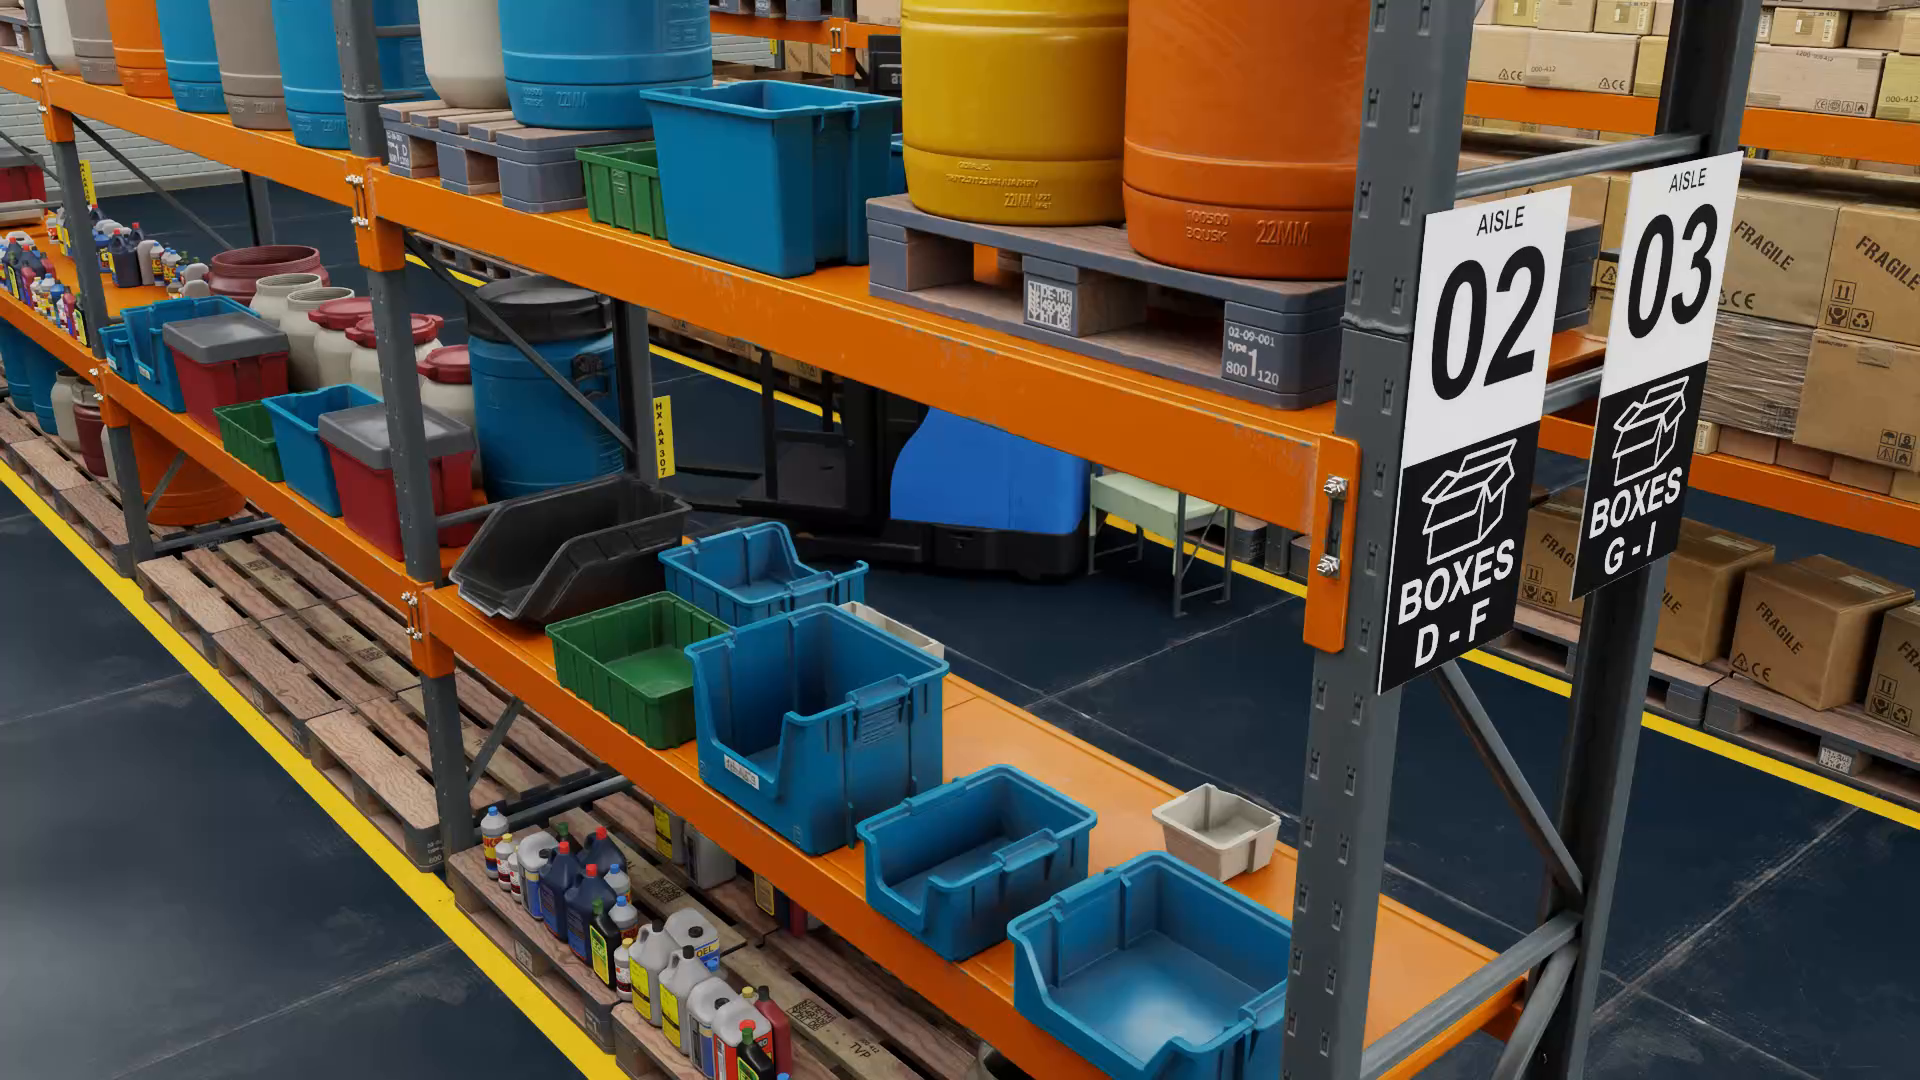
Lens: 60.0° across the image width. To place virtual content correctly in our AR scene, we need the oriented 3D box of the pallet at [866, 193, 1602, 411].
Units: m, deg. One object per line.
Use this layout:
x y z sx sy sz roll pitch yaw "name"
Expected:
0.550 -0.600 3.548 1.003 0.211 1.213 -17 27 -37 "pallet"

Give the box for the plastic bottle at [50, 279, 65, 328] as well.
-5.132 -1.353 9.503 0.097 0.271 0.097 0 21 0 "plastic bottle"

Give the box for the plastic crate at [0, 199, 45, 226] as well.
-7.012 -2.422 12.335 0.396 0.136 0.243 -17 27 -37 "plastic crate"

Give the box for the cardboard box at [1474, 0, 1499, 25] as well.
2.523 -2.535 7.889 0.380 0.149 0.250 -17 27 -37 "cardboard box"

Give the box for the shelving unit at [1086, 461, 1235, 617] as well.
1.102 -0.436 9.042 0.431 1.500 0.755 -14 26 -32 "shelving unit"

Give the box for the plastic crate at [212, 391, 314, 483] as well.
-2.946 -0.459 7.335 0.450 0.188 0.662 -17 27 -37 "plastic crate"

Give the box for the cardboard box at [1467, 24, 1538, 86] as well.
2.606 -2.320 7.887 0.500 0.250 0.500 -18 28 -38 "cardboard box"

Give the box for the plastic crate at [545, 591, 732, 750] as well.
-0.923 0.397 5.149 0.450 0.188 0.662 -17 27 -37 "plastic crate"

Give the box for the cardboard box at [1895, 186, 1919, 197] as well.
4.295 -1.225 7.084 0.500 0.500 0.500 -17 27 -37 "cardboard box"

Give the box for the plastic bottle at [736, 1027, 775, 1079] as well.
-0.605 1.590 4.933 0.061 0.283 0.133 -17 27 -36 "plastic bottle"

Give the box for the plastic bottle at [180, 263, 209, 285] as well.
-4.545 -1.516 9.911 0.152 0.276 0.135 -17 27 -37 "plastic bottle"

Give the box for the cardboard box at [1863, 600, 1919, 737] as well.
4.373 0.574 7.258 0.500 0.500 0.500 -12 24 -28 "cardboard box"

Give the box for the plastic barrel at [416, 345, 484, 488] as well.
-2.053 -0.524 7.022 0.433 0.535 0.433 0 21 0 "plastic barrel"

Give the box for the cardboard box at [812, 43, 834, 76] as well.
-1.400 -5.645 19.738 0.500 0.500 0.500 -17 27 -37 "cardboard box"

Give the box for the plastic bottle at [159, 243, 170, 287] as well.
-4.963 -1.722 10.426 0.061 0.283 0.133 -17 27 -37 "plastic bottle"

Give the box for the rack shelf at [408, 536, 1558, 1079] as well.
-0.289 0.743 4.959 1.077 0.370 4.000 -17 27 -37 "rack shelf"

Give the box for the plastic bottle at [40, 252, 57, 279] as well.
-5.551 -1.606 10.132 0.061 0.283 0.133 -17 27 -37 "plastic bottle"

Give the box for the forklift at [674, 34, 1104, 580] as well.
-0.701 -1.419 9.588 3.031 2.935 1.130 6 22 14 "forklift"

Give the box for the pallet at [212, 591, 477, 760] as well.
-2.937 0.609 8.139 1.003 0.211 1.213 -17 27 -37 "pallet"

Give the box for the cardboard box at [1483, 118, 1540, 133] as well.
4.657 -3.545 13.414 0.700 0.500 0.500 -18 28 -38 "cardboard box"

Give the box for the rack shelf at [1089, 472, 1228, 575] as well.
1.102 -0.133 9.161 0.431 0.370 0.720 -14 26 -32 "rack shelf"

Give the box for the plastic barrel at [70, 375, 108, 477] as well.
-5.275 -0.765 10.555 0.600 0.588 0.708 -17 27 -37 "plastic barrel"

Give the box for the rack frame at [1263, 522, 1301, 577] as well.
2.157 -1.323 9.249 1.000 3.000 0.127 -17 27 -37 "rack frame"

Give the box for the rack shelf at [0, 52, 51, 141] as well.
-5.511 -2.864 10.056 1.077 0.370 4.000 -17 27 -37 "rack shelf"

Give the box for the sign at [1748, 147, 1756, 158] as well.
5.576 -2.846 11.659 0.100 0.325 0.005 -17 27 -37 "sign"

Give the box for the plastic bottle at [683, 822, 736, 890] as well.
-0.927 1.124 6.133 0.152 0.276 0.135 -17 27 -37 "plastic bottle"

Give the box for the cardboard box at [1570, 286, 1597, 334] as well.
3.107 -1.109 8.156 0.875 0.500 0.500 -17 27 -37 "cardboard box"

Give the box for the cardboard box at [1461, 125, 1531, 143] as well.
2.660 -1.915 8.844 0.500 0.500 0.500 -17 27 -37 "cardboard box"

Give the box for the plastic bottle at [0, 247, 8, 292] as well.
-5.929 -1.691 10.364 0.097 0.271 0.097 0 21 0 "plastic bottle"

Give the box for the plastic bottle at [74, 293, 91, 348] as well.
-4.793 -1.205 9.108 0.061 0.283 0.133 -17 27 -37 "plastic bottle"

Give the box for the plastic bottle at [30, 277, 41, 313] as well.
-5.450 -1.455 9.859 0.097 0.201 0.097 0 21 0 "plastic bottle"

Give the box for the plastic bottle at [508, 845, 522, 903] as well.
-1.586 1.203 6.035 0.097 0.201 0.097 0 21 0 "plastic bottle"

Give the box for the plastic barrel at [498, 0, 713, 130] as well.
-1.026 -1.669 4.757 0.600 0.901 0.708 -17 27 -37 "plastic barrel"

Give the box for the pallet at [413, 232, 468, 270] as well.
-5.094 -3.138 17.706 1.003 0.211 1.213 -17 27 -37 "pallet"

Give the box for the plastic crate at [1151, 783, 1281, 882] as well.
0.676 0.760 4.292 0.298 0.136 0.250 -17 27 -37 "plastic crate"

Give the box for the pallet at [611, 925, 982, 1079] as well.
-0.388 1.687 5.388 1.003 0.211 1.213 -17 27 -37 "pallet"

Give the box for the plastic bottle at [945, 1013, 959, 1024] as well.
0.001 1.455 5.389 0.097 0.201 0.097 0 21 0 "plastic bottle"

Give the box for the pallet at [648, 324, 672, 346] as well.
-2.504 -2.040 14.903 1.003 0.211 1.213 -17 27 -37 "pallet"

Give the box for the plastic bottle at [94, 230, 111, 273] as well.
-5.590 -1.886 10.863 0.097 0.271 0.097 0 21 0 "plastic bottle"

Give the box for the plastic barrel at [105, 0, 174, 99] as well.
-3.407 -2.387 7.263 0.600 0.830 0.708 -17 27 -37 "plastic barrel"

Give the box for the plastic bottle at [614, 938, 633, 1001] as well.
-1.092 1.412 5.501 0.097 0.201 0.097 0 21 0 "plastic bottle"

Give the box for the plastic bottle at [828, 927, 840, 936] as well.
-0.419 1.277 5.843 0.097 0.201 0.097 0 21 0 "plastic bottle"

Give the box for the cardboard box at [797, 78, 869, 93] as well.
-0.919 -3.148 12.395 0.797 0.503 0.637 -16 27 -36 "cardboard box"

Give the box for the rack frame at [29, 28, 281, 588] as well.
-4.206 -1.249 9.061 1.000 3.000 0.127 -17 27 -37 "rack frame"

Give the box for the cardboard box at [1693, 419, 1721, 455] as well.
3.367 -0.520 7.544 0.380 0.149 0.250 -17 27 -37 "cardboard box"

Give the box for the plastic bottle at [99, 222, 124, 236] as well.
-5.659 -1.987 11.115 0.152 0.276 0.135 -17 27 -37 "plastic bottle"

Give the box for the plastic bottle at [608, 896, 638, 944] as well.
-1.135 1.327 5.621 0.097 0.271 0.097 0 21 0 "plastic bottle"

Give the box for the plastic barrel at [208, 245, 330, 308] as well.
-3.673 -1.257 8.893 0.600 0.536 0.708 -17 27 -37 "plastic barrel"

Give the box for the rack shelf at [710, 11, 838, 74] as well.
-1.759 -4.043 13.066 1.077 0.370 4.000 -17 27 -37 "rack shelf"

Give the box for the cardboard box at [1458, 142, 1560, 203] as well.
2.586 -1.651 8.171 0.500 0.500 0.500 -17 27 -37 "cardboard box"

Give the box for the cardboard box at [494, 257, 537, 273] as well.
-4.022 -3.190 16.353 0.875 0.875 0.875 -17 27 -37 "cardboard box"

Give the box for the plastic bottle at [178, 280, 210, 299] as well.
-4.359 -1.352 9.493 0.152 0.276 0.135 -17 27 -37 "plastic bottle"

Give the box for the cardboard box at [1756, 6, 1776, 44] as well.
3.363 -2.181 6.985 0.380 0.149 0.250 -19 28 -40 "cardboard box"
